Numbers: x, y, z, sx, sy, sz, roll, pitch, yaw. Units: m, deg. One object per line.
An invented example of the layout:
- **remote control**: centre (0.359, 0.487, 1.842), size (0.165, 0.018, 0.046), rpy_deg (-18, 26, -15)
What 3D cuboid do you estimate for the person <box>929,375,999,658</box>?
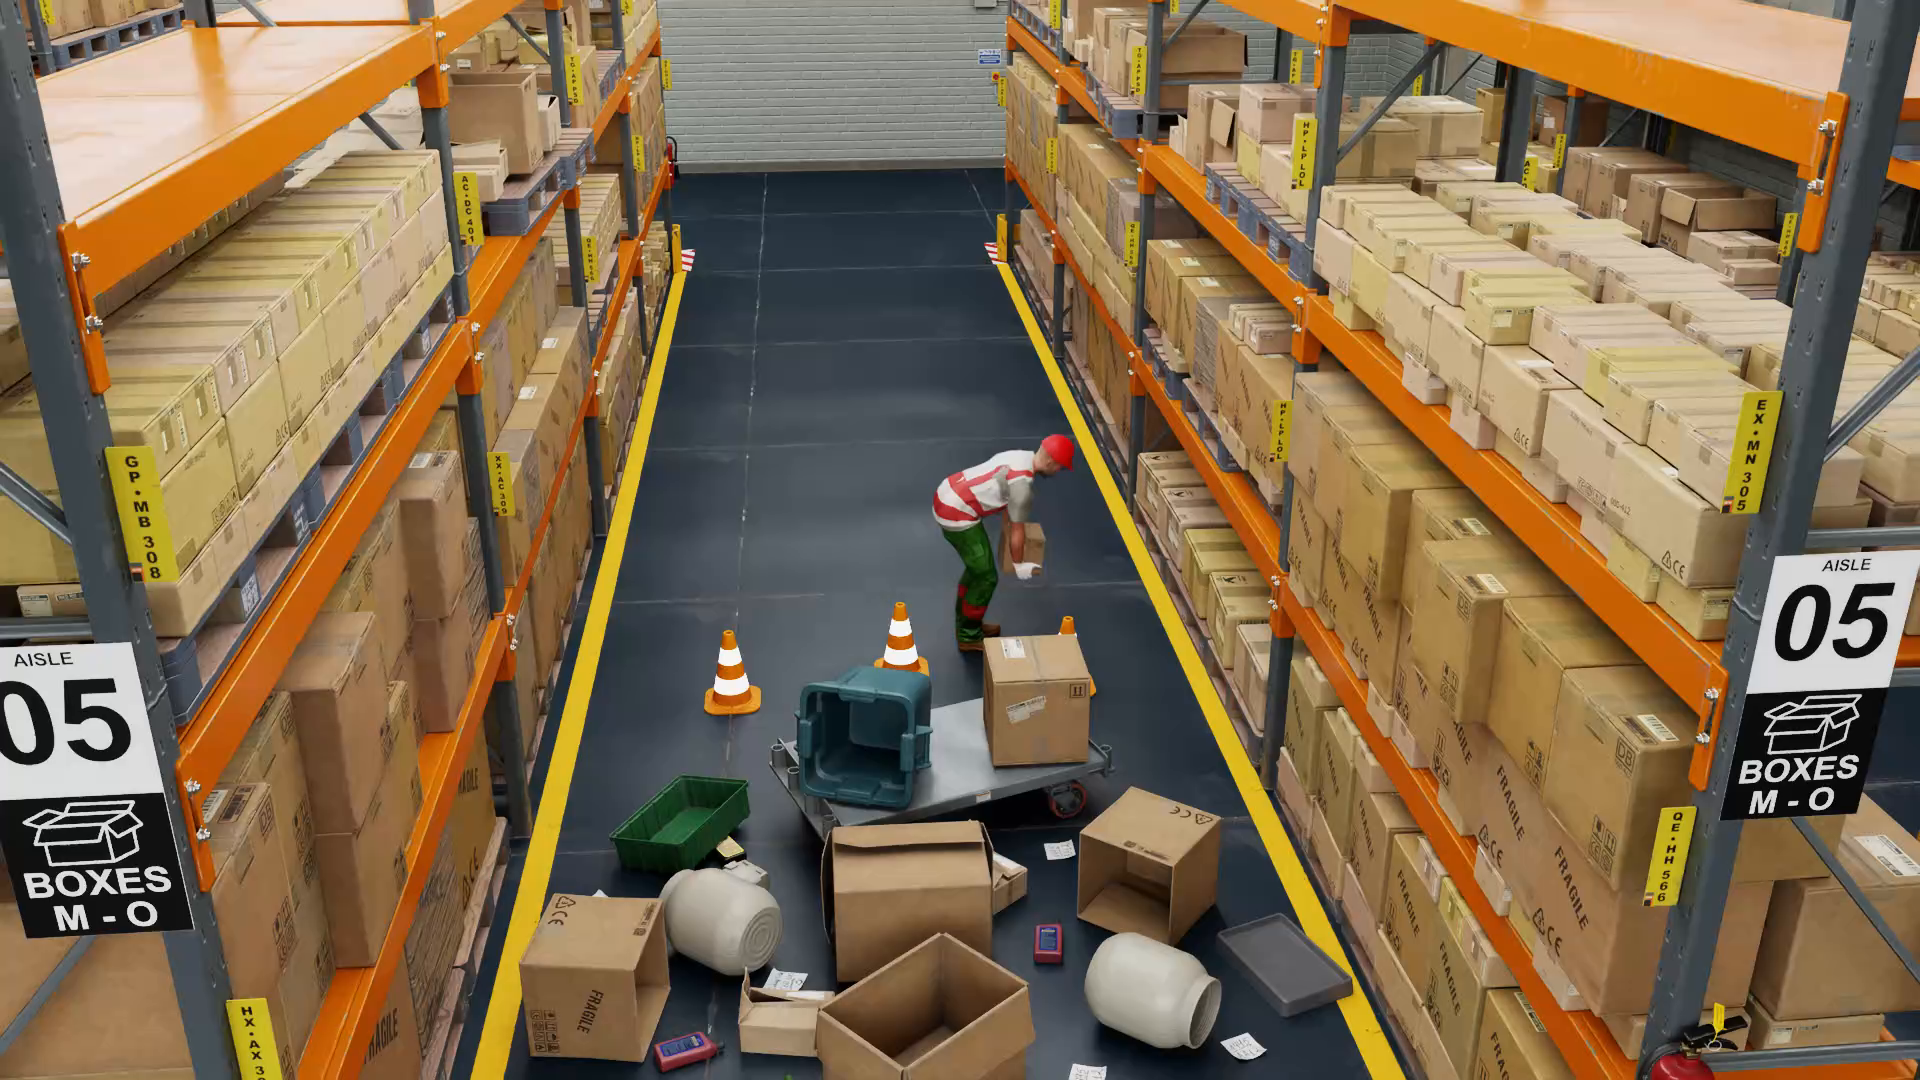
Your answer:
- **person**: centre (0.089, -0.167, 10.429), size (0.565, 1.787, 0.638), rpy_deg (-2, 24, -5)
